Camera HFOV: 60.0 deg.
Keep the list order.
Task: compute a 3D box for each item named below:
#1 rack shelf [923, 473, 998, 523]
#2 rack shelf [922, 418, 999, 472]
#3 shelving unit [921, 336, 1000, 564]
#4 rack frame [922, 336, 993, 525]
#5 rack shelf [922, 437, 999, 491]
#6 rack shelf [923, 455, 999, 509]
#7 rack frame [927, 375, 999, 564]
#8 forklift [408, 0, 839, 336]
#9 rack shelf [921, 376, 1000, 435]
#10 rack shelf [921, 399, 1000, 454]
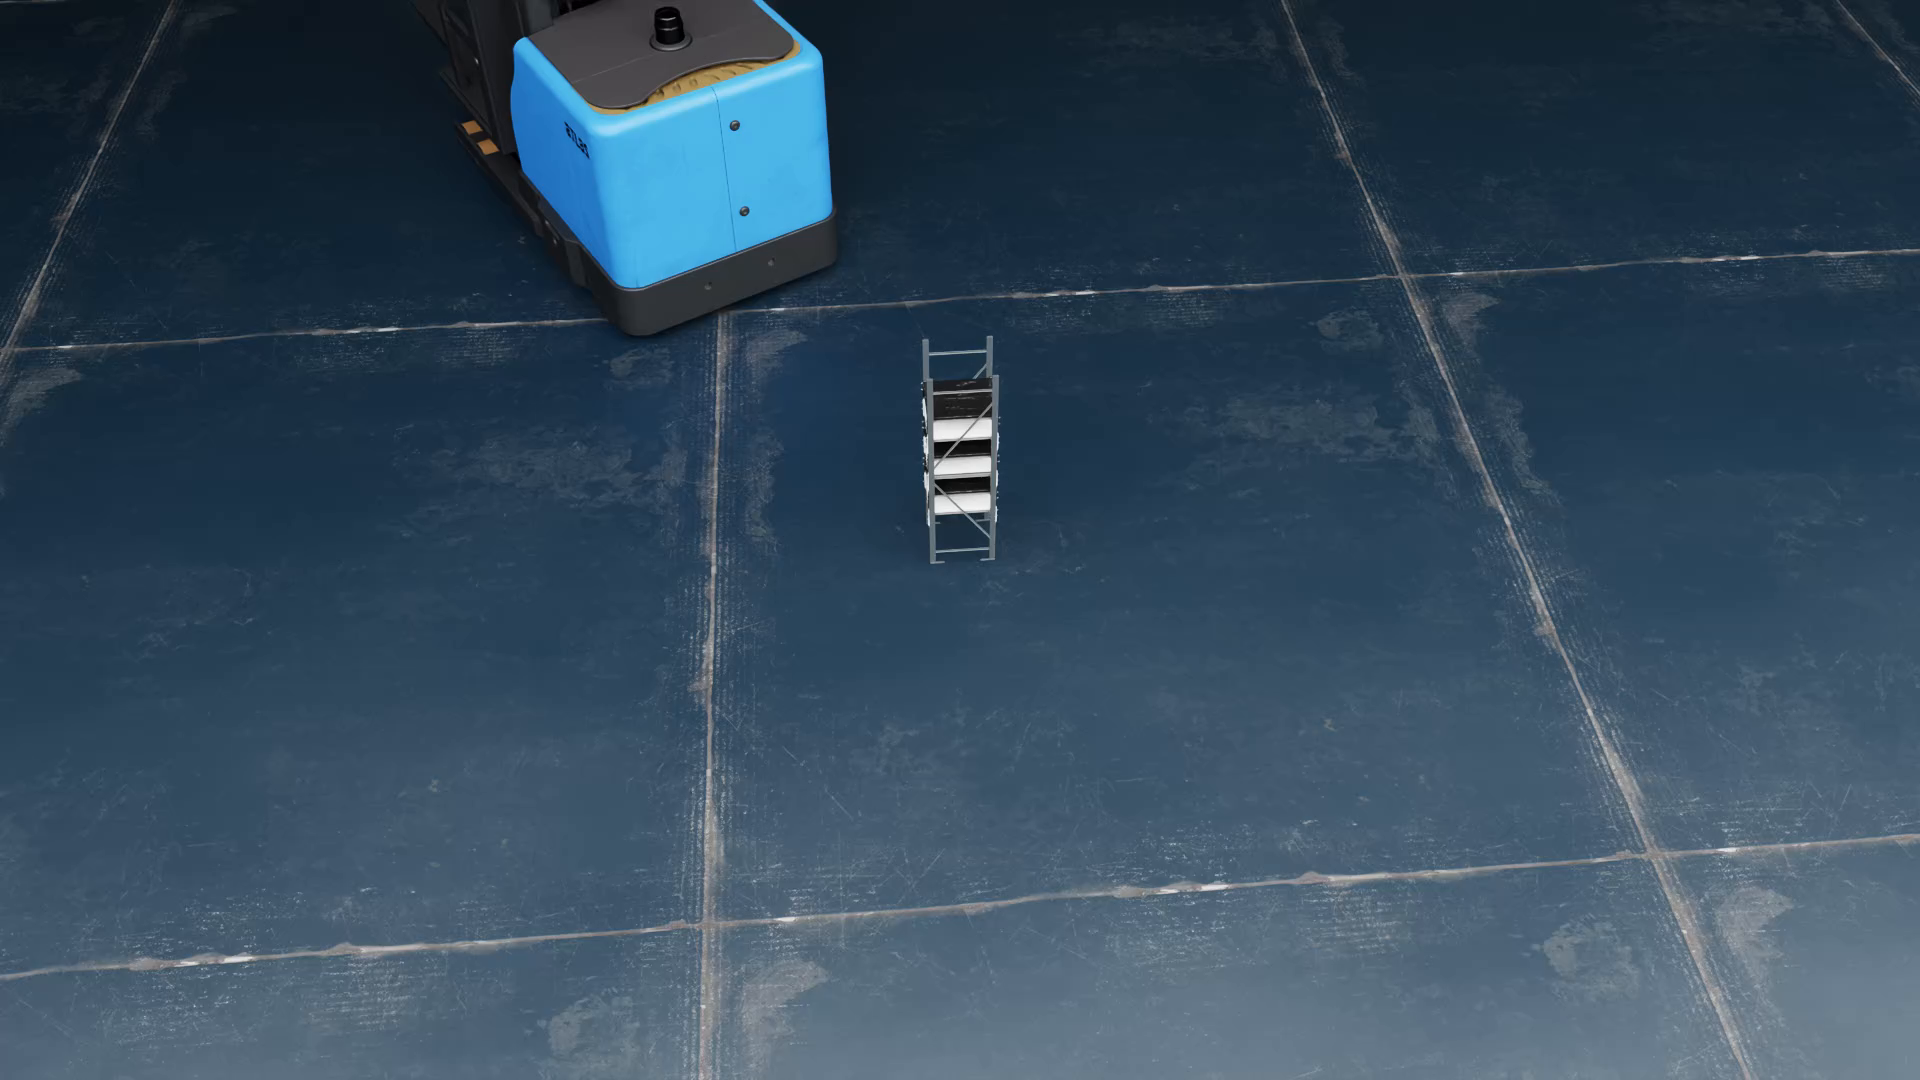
[{"bbox_3d":[0.001,-0.157,6.073,0.258,0.077,0.200,-3,47,-3],"label":"rack shelf"},{"bbox_3d":[0.001,-0.343,5.877,0.258,0.077,0.200,-3,47,-3],"label":"rack shelf"},{"bbox_3d":[0.001,-0.304,5.918,0.258,0.900,0.210,-3,47,-3],"label":"shelving unit"},{"bbox_3d":[-0.008,-0.377,5.987,0.240,0.900,0.006,-3,47,-3],"label":"rack frame"},{"bbox_3d":[0.001,-0.281,5.942,0.258,0.077,0.200,-3,47,-3],"label":"rack shelf"},{"bbox_3d":[0.001,-0.219,6.007,0.258,0.077,0.200,-3,47,-3],"label":"rack shelf"},{"bbox_3d":[0.009,-0.230,5.848,0.240,0.900,0.006,-3,47,-3],"label":"rack frame"},{"bbox_3d":[-1.760,-2.909,6.987,1.130,2.935,3.031,-25,52,-22],"label":"forklift"},{"bbox_3d":[0.001,-0.466,5.746,0.258,0.077,0.200,-3,47,-3],"label":"rack shelf"},{"bbox_3d":[0.001,-0.404,5.811,0.258,0.077,0.200,-3,47,-3],"label":"rack shelf"}]
